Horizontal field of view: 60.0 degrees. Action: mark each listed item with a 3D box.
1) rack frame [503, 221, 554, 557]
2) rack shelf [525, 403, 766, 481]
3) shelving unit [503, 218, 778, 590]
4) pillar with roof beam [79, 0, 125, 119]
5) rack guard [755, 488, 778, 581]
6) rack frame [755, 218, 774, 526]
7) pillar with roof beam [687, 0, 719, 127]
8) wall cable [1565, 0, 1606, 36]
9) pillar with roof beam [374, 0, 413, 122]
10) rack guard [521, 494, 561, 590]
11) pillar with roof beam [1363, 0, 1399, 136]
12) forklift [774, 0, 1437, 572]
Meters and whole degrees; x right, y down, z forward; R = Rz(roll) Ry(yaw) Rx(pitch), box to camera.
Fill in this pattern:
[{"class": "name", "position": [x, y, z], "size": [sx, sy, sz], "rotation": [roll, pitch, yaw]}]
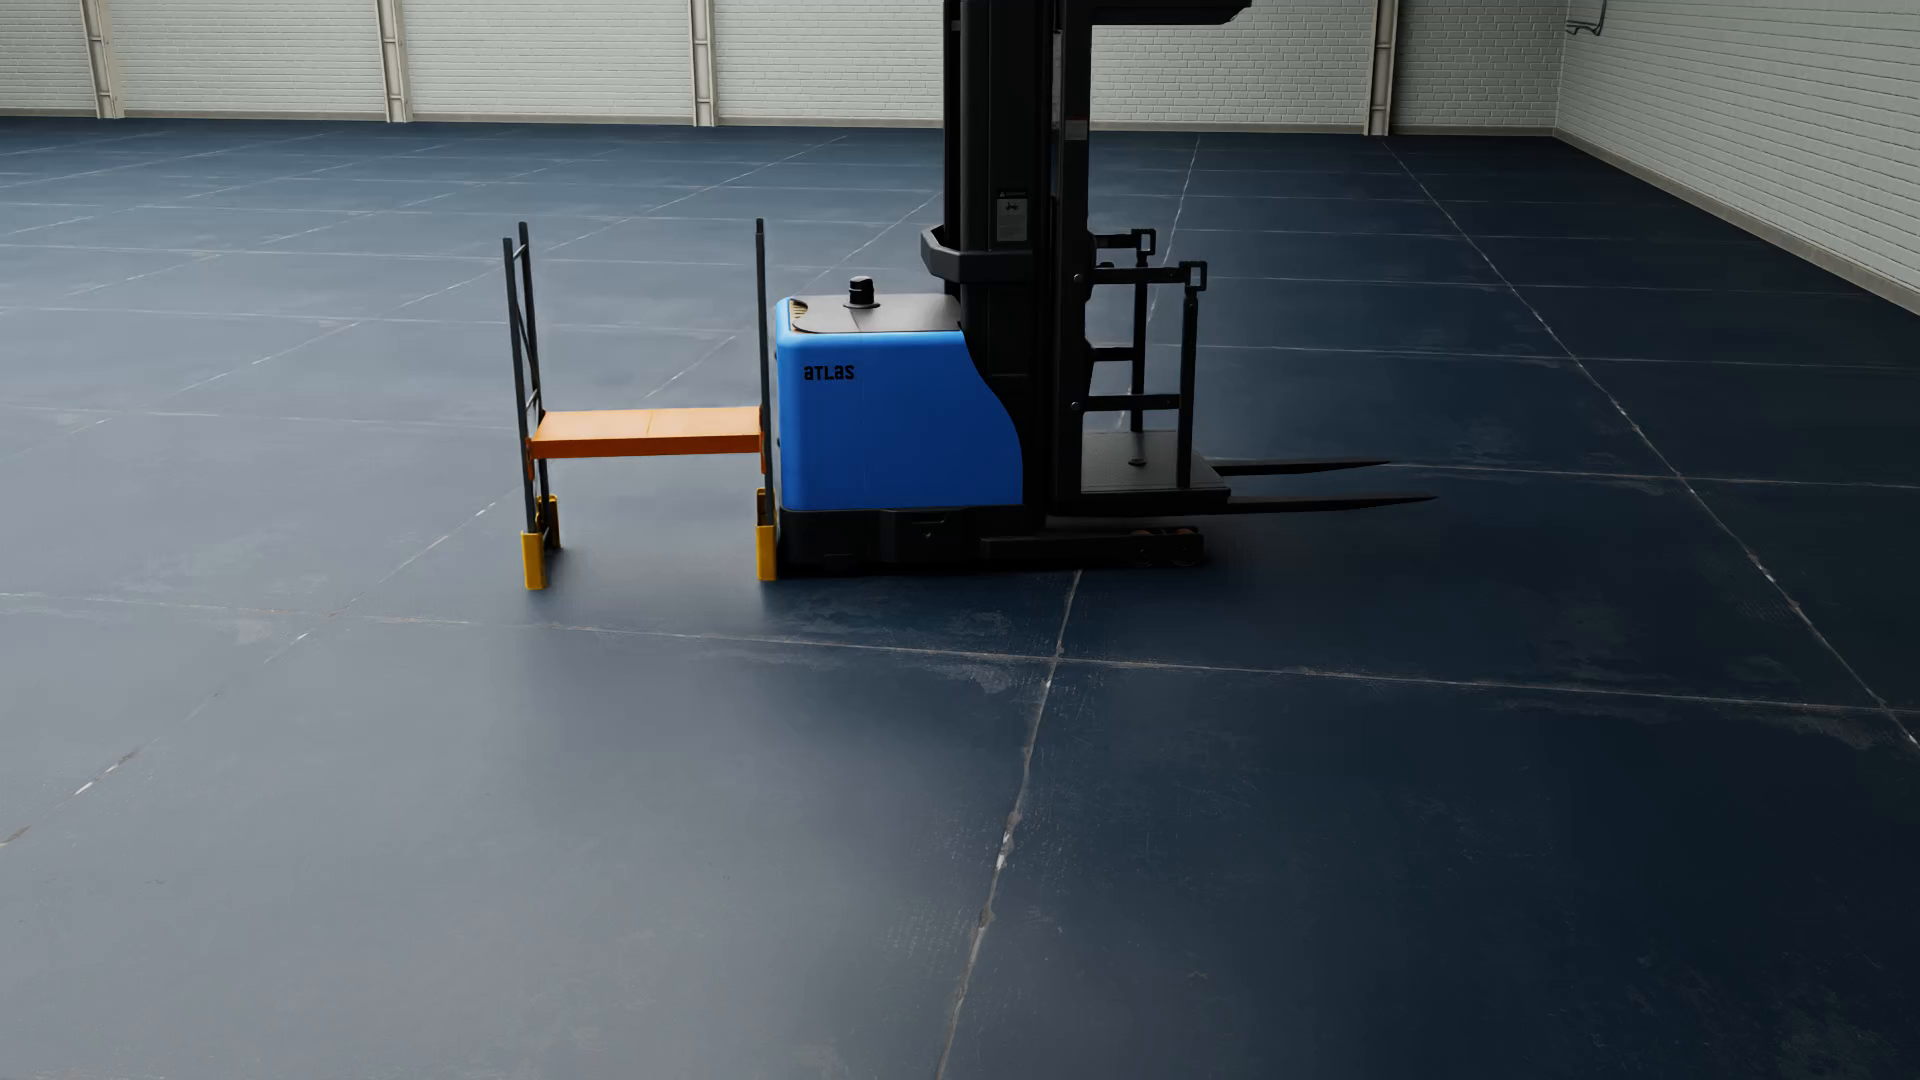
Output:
[{"class": "rack frame", "position": [-1.864, -0.591, 7.204], "size": [0.032, 1.500, 0.500], "rotation": [-2, 19, -6]}, {"class": "rack shelf", "position": [-1.358, -0.437, 7.313], "size": [1.000, 0.185, 0.538], "rotation": [-2, 19, -6]}, {"class": "shelving unit", "position": [-1.368, -0.608, 7.255], "size": [1.083, 1.500, 0.587], "rotation": [-2, 19, -6]}, {"class": "pillar with roof beam", "position": [-17.191, -11.135, 26.901], "size": [0.400, 9.000, 9.100], "rotation": [3, 19, 9]}, {"class": "rack guard", "position": [-0.872, -0.032, 7.505], "size": [0.087, 0.250, 0.587], "rotation": [-2, 19, -6]}, {"class": "rack frame", "position": [-0.853, -0.625, 7.308], "size": [0.032, 1.500, 0.500], "rotation": [-2, 19, -6]}, {"class": "pillar with roof beam", "position": [-5.343, -10.531, 25.096], "size": [0.400, 9.000, 9.100], "rotation": [3, 19, 9]}, {"class": "wall cable", "position": [9.887, -9.241, 26.133], "size": [0.112, 2.526, 3.097], "rotation": [3, 19, 9]}, {"class": "pillar with roof beam", "position": [-11.267, -10.833, 25.998], "size": [0.400, 9.000, 9.100], "rotation": [3, 19, 9]}, {"class": "rack guard", "position": [-1.863, 0.002, 7.403], "size": [0.087, 0.250, 0.587], "rotation": [-2, 19, -6]}, {"class": "pillar with roof beam", "position": [6.505, -9.927, 23.291], "size": [0.400, 9.000, 9.100], "rotation": [3, 19, 9]}, {"class": "forklift", "position": [0.670, -1.430, 7.458], "size": [3.031, 2.935, 1.130], "rotation": [-2, 19, -6]}]
